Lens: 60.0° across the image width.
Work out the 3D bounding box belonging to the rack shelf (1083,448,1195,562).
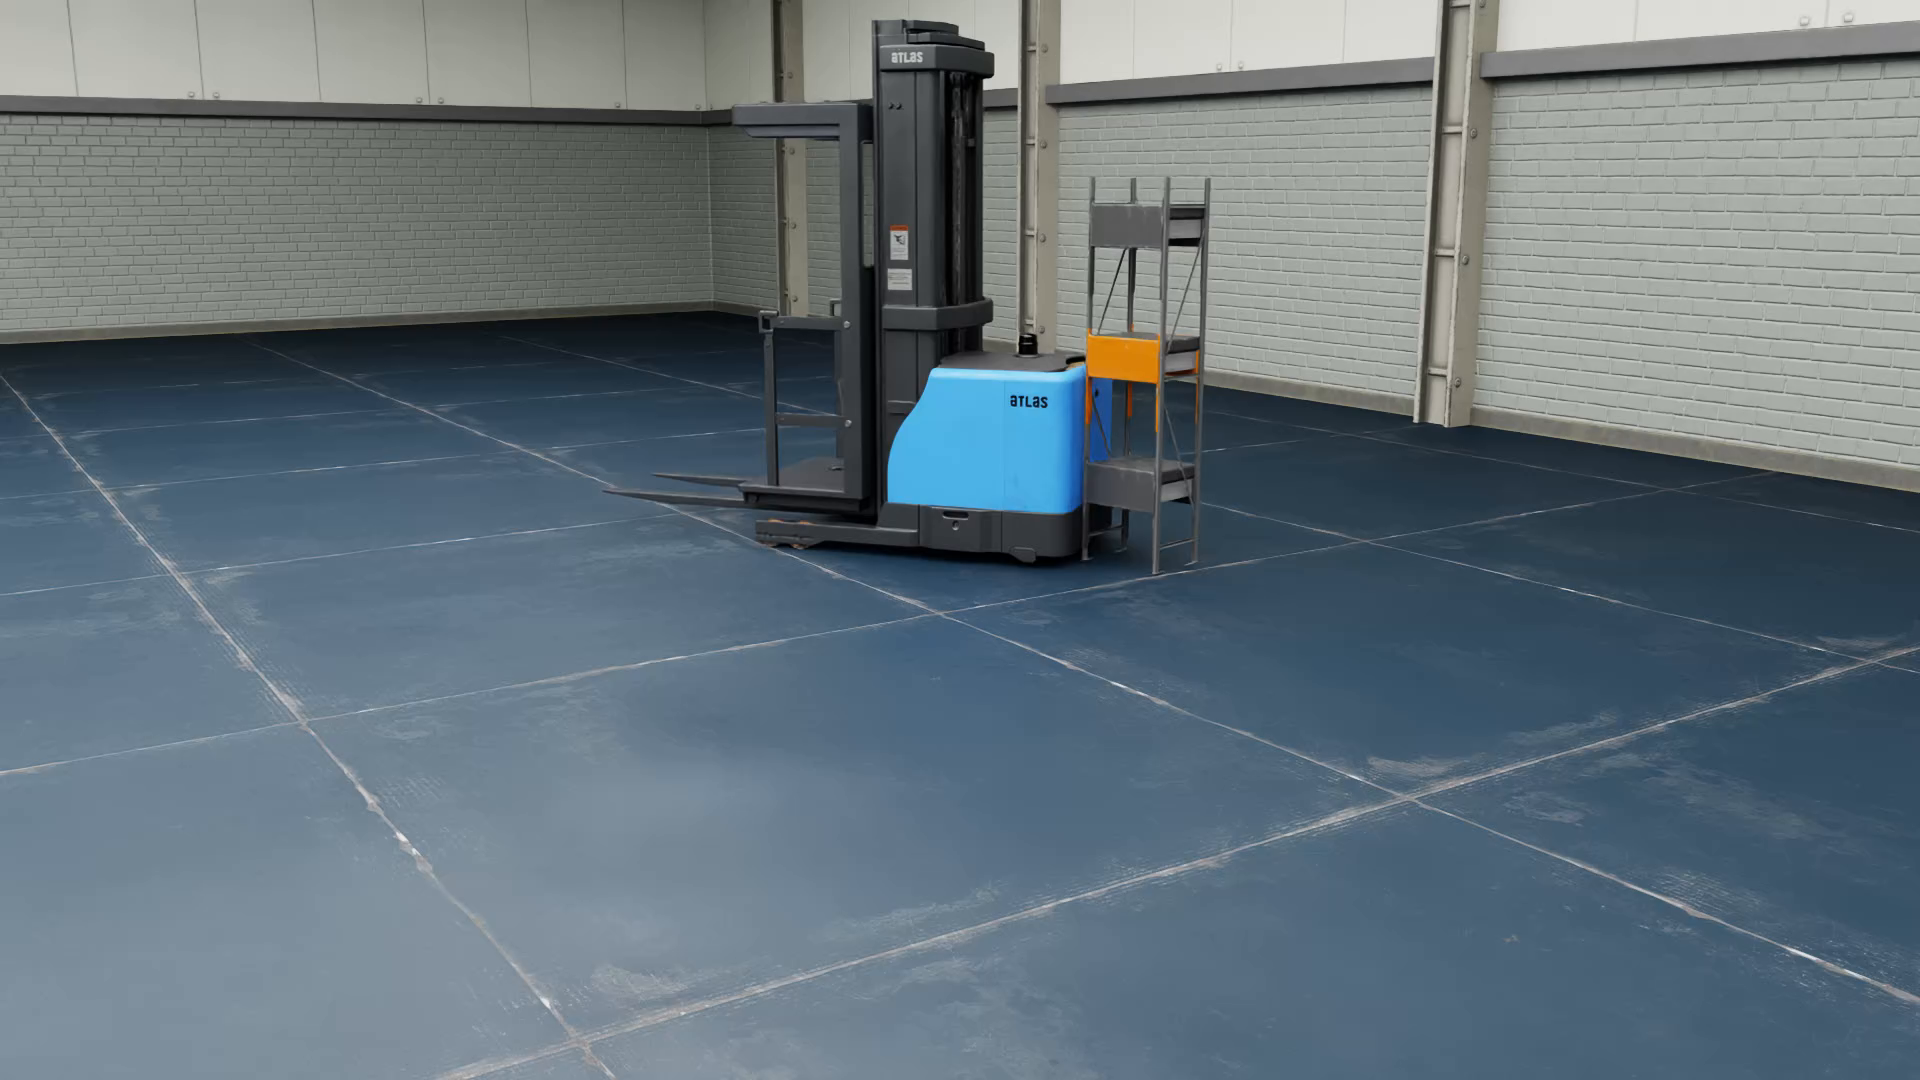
[{"bbox_3d":[1.002,-0.203,9.208,0.480,0.518,0.431,11,16,41],"label":"rack shelf"}]

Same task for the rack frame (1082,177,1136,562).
[{"bbox_3d":[0.825,-0.936,9.219,0.015,2.100,0.400,11,16,41],"label":"rack frame"}]

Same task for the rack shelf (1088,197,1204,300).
[{"bbox_3d":[1.008,-1.572,8.915,0.480,0.518,0.431,11,16,41],"label":"rack shelf"}]

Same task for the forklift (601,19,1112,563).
[{"bbox_3d":[-0.665,-1.476,9.751,3.031,2.935,1.130,4,13,19],"label":"forklift"}]

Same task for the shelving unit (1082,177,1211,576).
[{"bbox_3d":[1.005,-0.901,9.059,0.503,2.100,0.431,11,16,41],"label":"shelving unit"}]

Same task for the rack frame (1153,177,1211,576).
[{"bbox_3d":[1.185,-0.866,8.898,0.015,2.100,0.400,11,16,41],"label":"rack frame"}]

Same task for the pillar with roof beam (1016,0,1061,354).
[{"bbox_3d":[-2.695,-5.974,16.117,9.100,9.000,0.400,-8,15,-33],"label":"pillar with roof beam"}]

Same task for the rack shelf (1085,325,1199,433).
[{"bbox_3d":[1.005,-0.887,9.061,0.480,0.518,0.431,11,16,41],"label":"rack shelf"}]

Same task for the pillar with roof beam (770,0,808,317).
[{"bbox_3d":[-6.019,-7.041,20.996,9.100,9.000,0.400,-8,15,-33],"label":"pillar with roof beam"}]

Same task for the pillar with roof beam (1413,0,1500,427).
[{"bbox_3d":[0.630,-4.907,11.237,9.100,9.000,0.400,-8,15,-33],"label":"pillar with roof beam"}]
